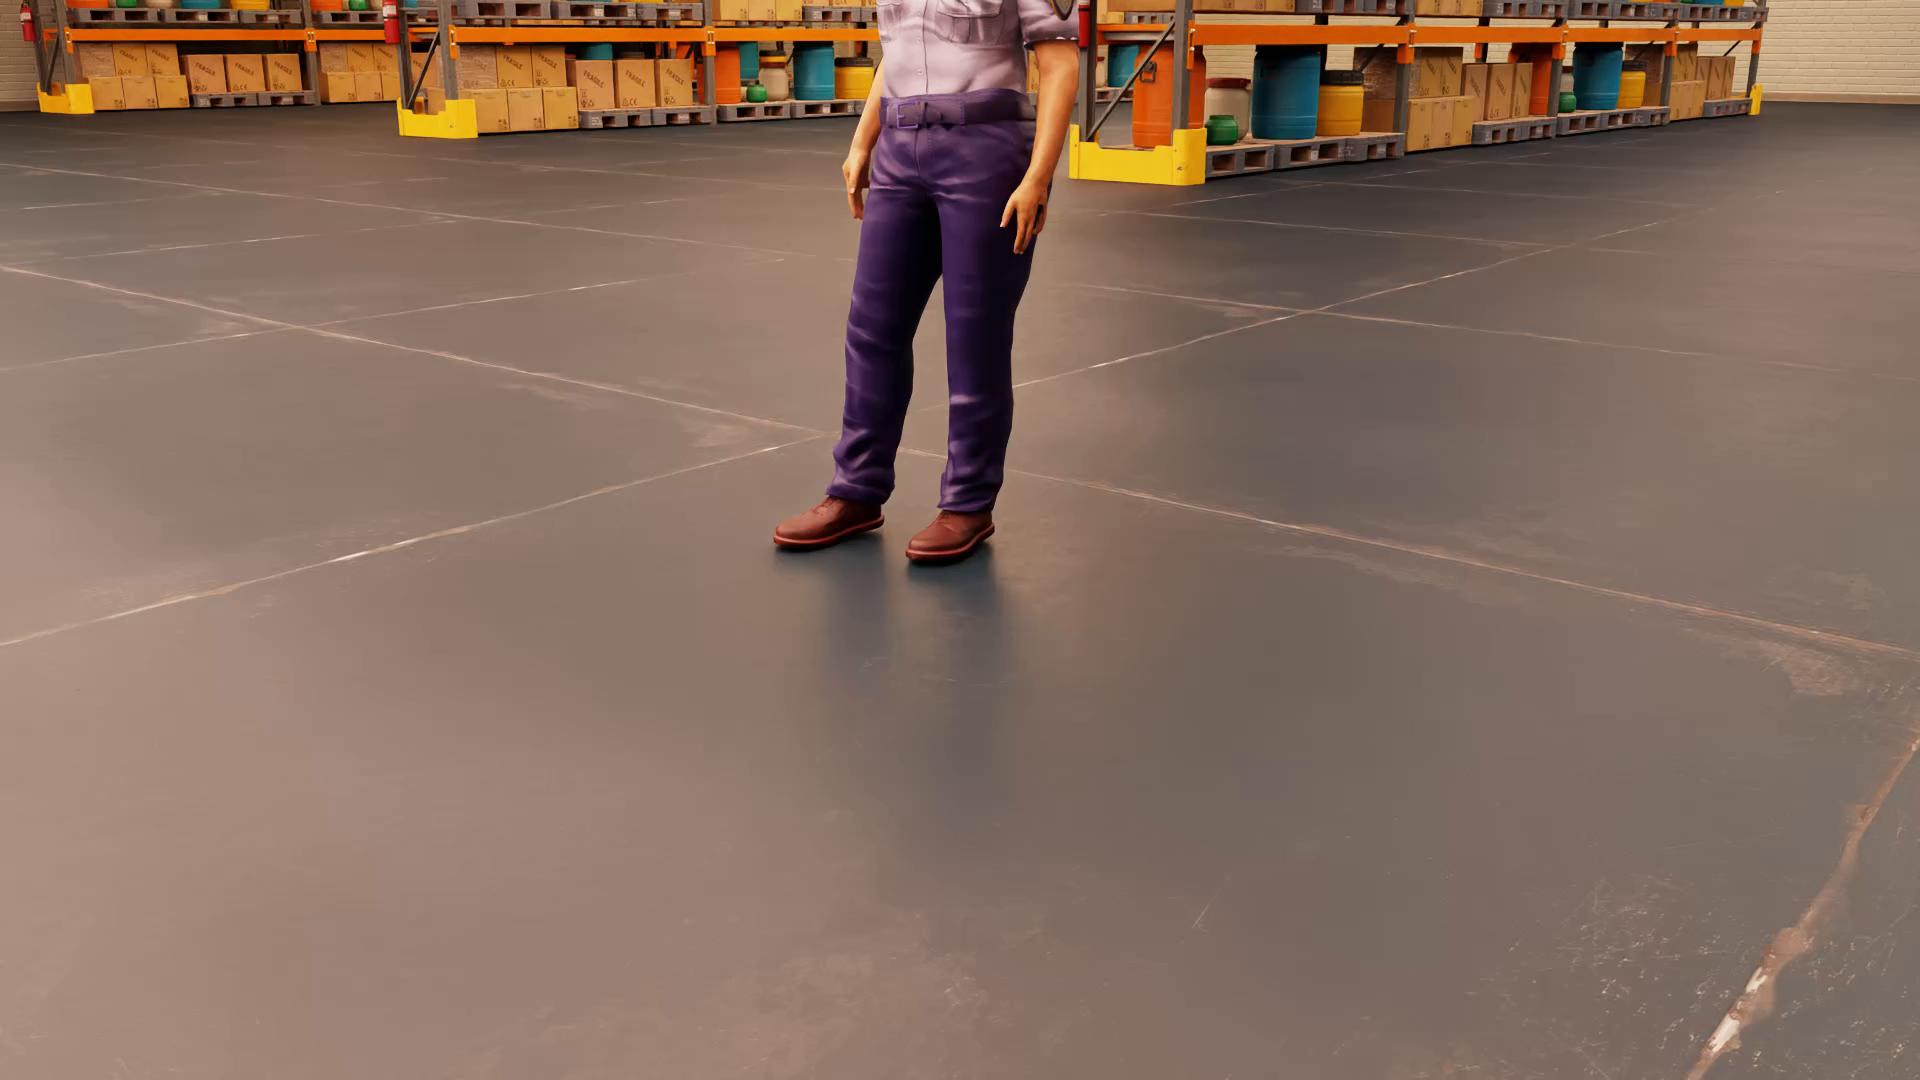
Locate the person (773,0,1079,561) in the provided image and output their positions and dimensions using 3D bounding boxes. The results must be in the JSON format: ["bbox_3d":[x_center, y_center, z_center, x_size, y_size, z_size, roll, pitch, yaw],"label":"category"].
[{"bbox_3d":[-0.075,-0.779,3.648,0.598,1.651,0.502,13,21,37],"label":"person"}]
